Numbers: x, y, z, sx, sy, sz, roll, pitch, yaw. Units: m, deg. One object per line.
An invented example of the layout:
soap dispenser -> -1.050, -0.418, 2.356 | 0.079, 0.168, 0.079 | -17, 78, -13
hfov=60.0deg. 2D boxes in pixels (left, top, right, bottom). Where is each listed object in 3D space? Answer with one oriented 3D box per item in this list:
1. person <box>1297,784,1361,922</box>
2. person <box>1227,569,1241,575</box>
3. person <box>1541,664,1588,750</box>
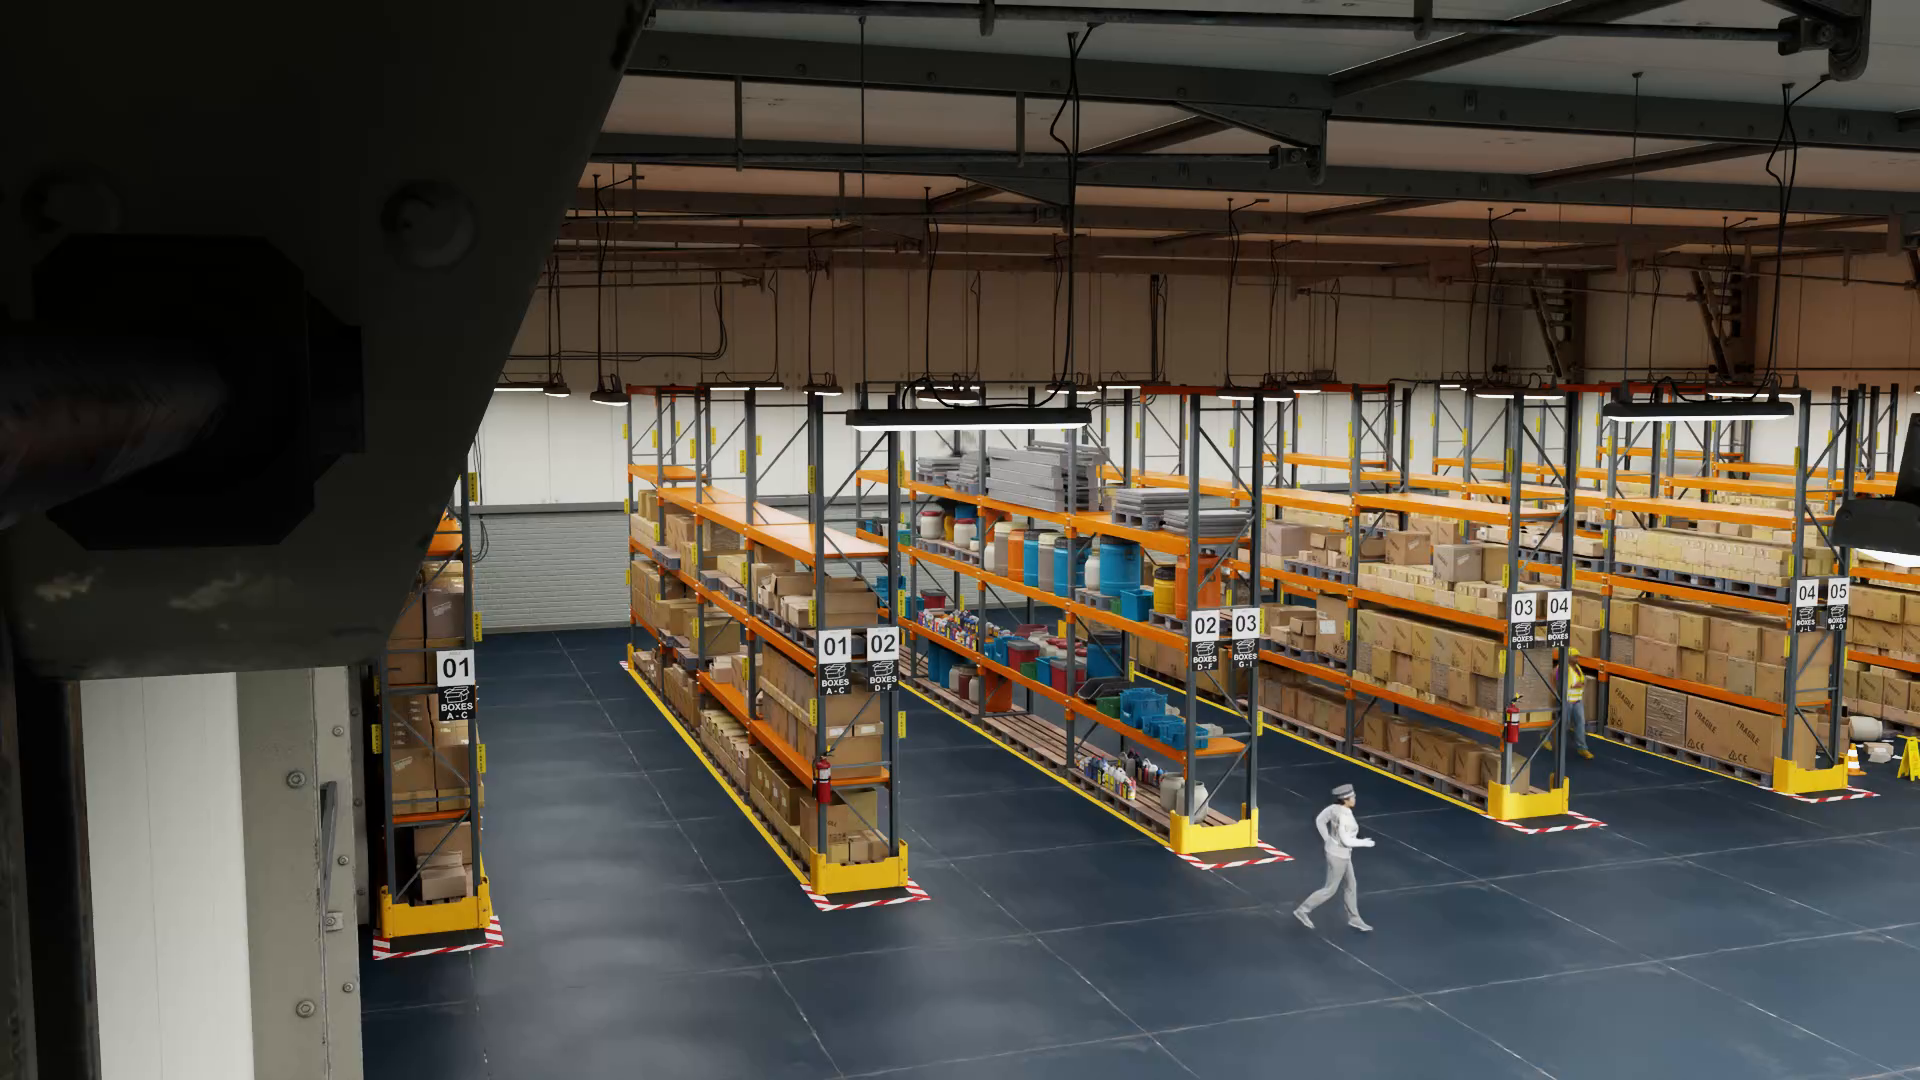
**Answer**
person -> 4.155, 3.515, 18.658 | 0.733, 1.600, 0.372 | 0, 6, 4
person -> 6.705, 1.288, 40.900 | 0.711, 1.685, 0.562 | 5, 7, 38
person -> 9.892, 2.707, 27.168 | 0.689, 1.415, 0.764 | -5, 7, -38
